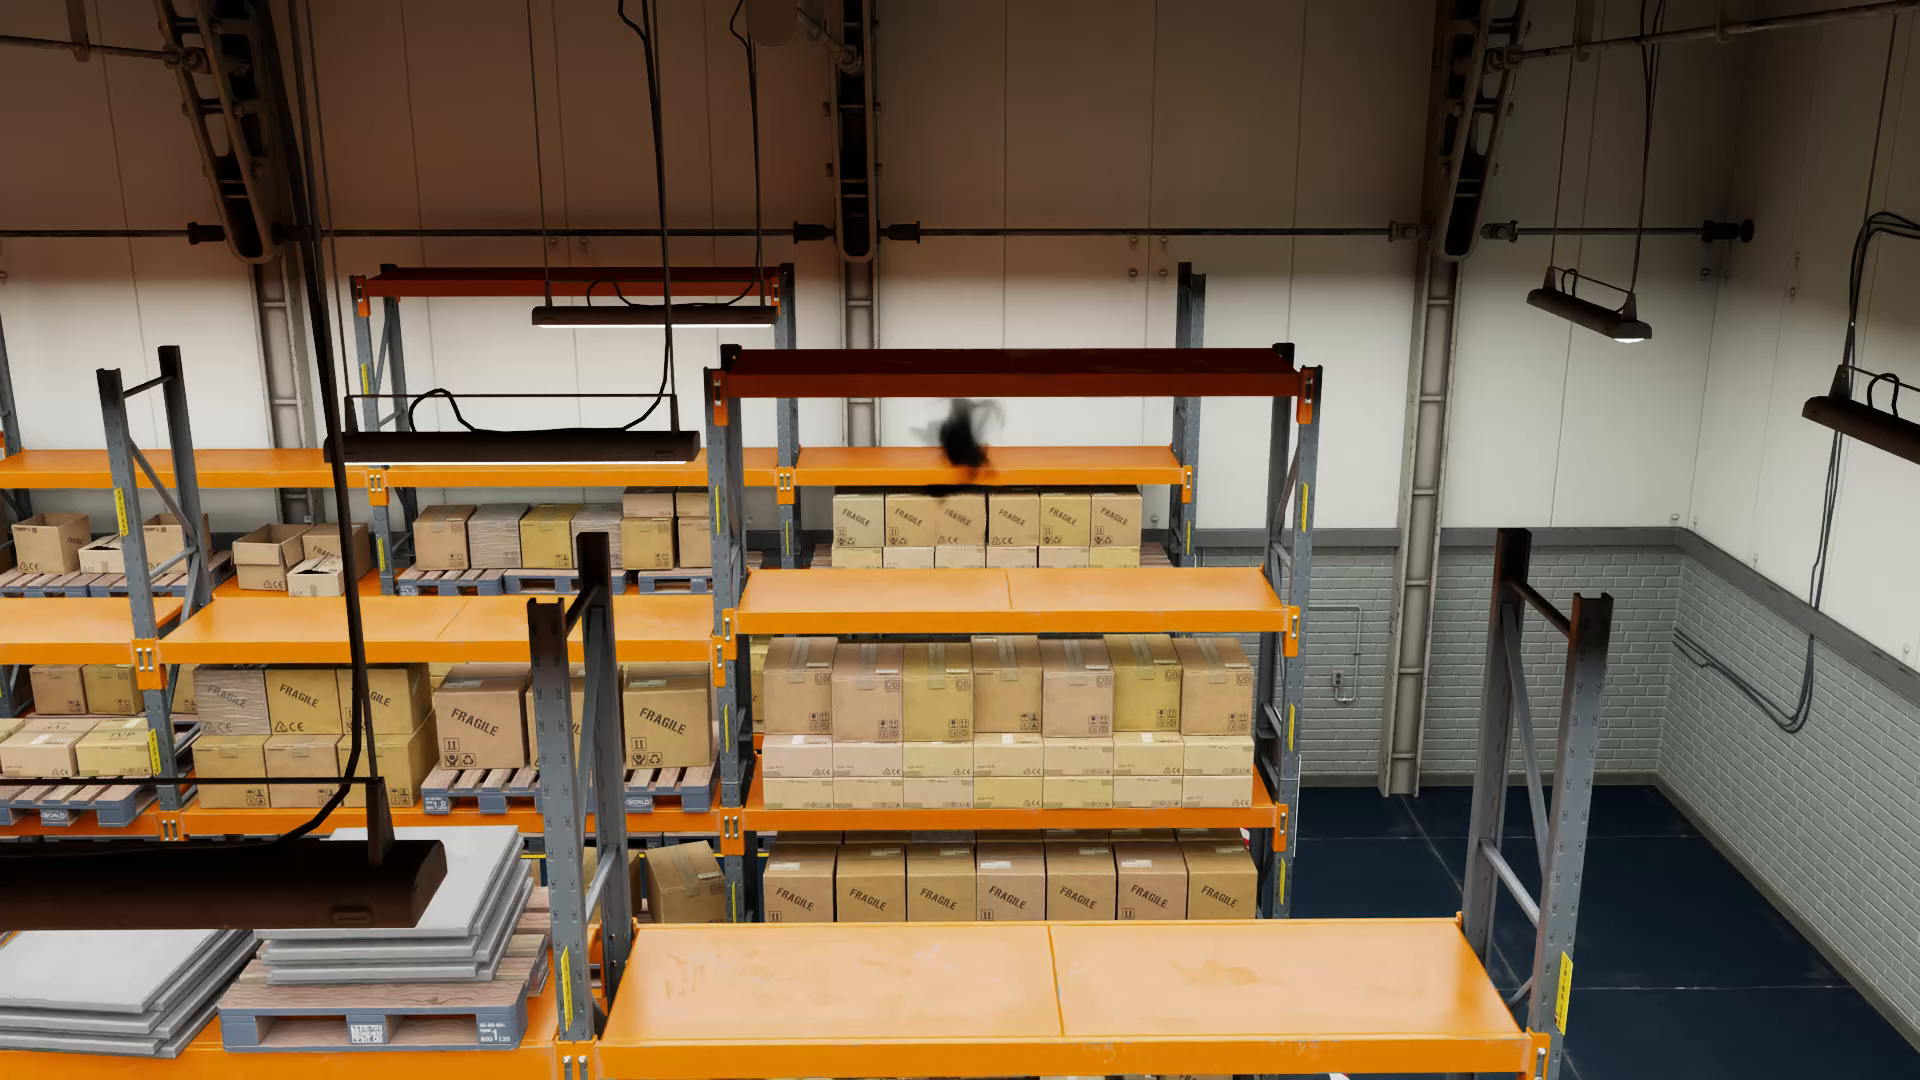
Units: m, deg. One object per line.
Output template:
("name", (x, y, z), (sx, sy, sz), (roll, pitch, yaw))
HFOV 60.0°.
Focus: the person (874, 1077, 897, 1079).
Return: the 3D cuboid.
("person", (-0.268, 4.252, 10.999), (0.999, 1.630, 0.561), (-1, 16, -2))
